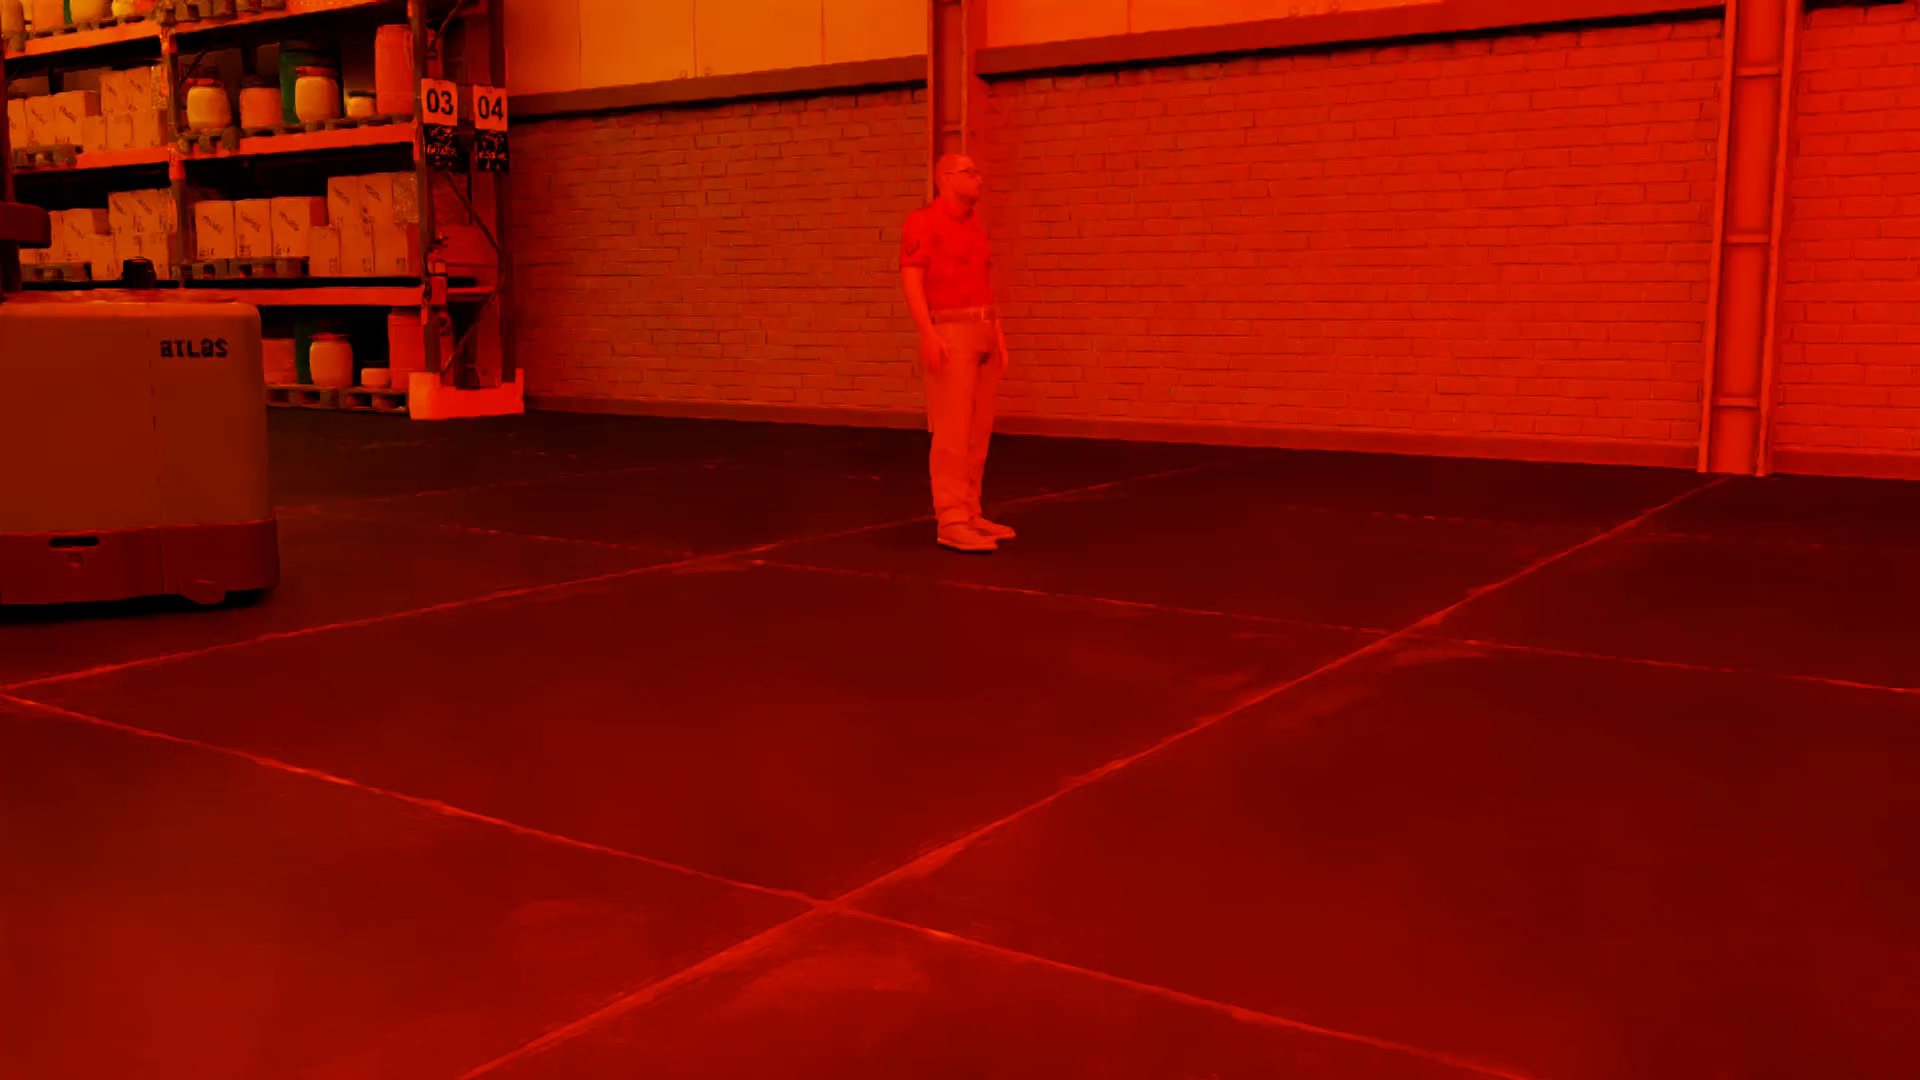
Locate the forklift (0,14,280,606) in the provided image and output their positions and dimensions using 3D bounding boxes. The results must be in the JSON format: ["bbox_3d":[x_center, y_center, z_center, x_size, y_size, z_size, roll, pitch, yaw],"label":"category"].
[{"bbox_3d":[-4.007,-1.190,5.558,3.031,2.935,1.130,-4,9,-24],"label":"forklift"}]

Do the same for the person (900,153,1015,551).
[{"bbox_3d":[0.068,-0.855,7.421,0.550,1.727,0.640,5,10,34],"label":"person"}]
